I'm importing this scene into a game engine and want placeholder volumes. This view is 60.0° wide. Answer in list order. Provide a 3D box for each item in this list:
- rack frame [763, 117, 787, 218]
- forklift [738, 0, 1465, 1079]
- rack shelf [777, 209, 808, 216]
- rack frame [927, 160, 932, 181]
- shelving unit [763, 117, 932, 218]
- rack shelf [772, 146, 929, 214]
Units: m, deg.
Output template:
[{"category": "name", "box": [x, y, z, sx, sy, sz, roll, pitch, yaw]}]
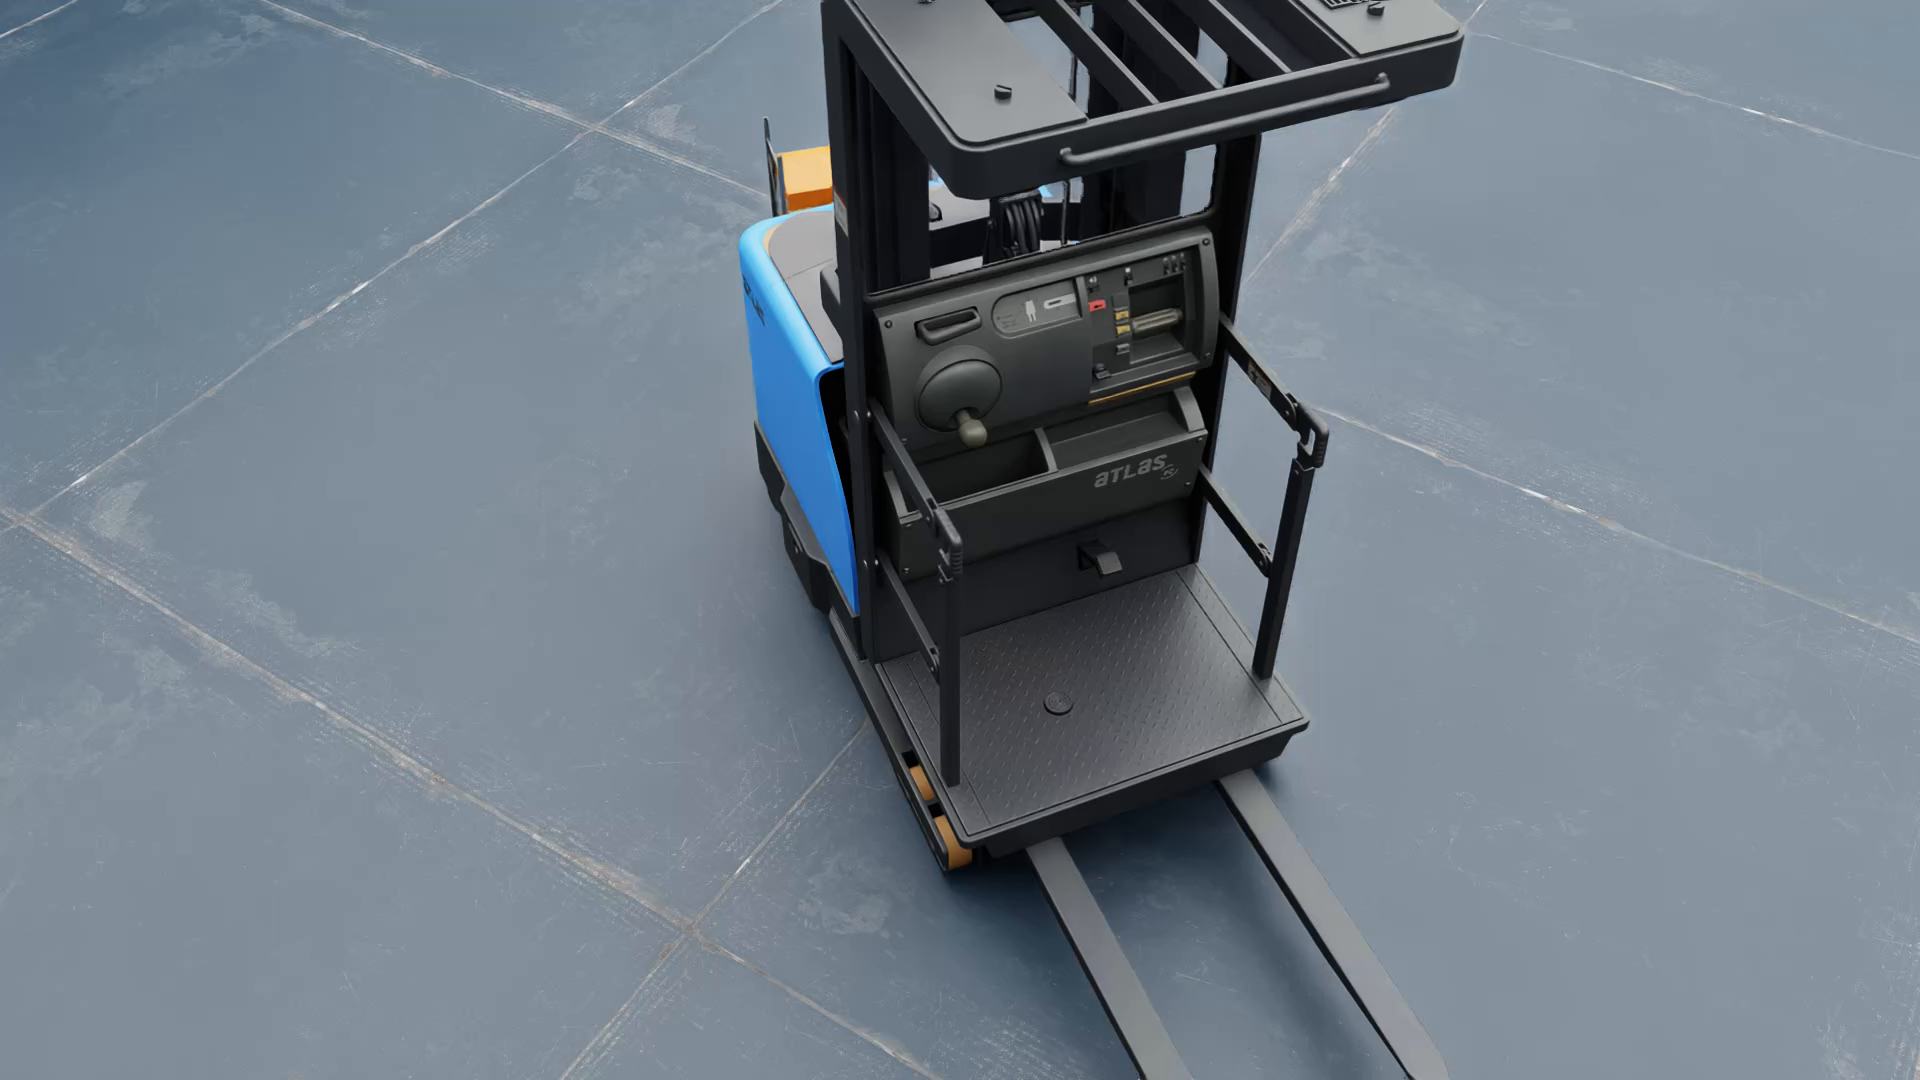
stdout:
[{"category": "rack frame", "box": [-0.602, -0.876, 5.765, 0.015, 1.200, 0.240, -12, 47, -11]}, {"category": "forklift", "box": [0.325, -0.421, 4.116, 1.130, 2.935, 3.031, -17, 48, -16]}, {"category": "rack shelf", "box": [-0.367, -1.034, 5.700, 0.480, 0.148, 0.258, -12, 47, -11]}, {"category": "rack frame", "box": [-0.133, -0.973, 5.859, 0.015, 1.200, 0.240, -12, 47, -11]}, {"category": "shelving unit", "box": [-0.367, -0.925, 5.812, 0.503, 1.200, 0.258, -12, 47, -11]}, {"category": "rack shelf", "box": [-0.367, -1.198, 5.530, 0.480, 0.148, 0.258, -12, 47, -11]}]
